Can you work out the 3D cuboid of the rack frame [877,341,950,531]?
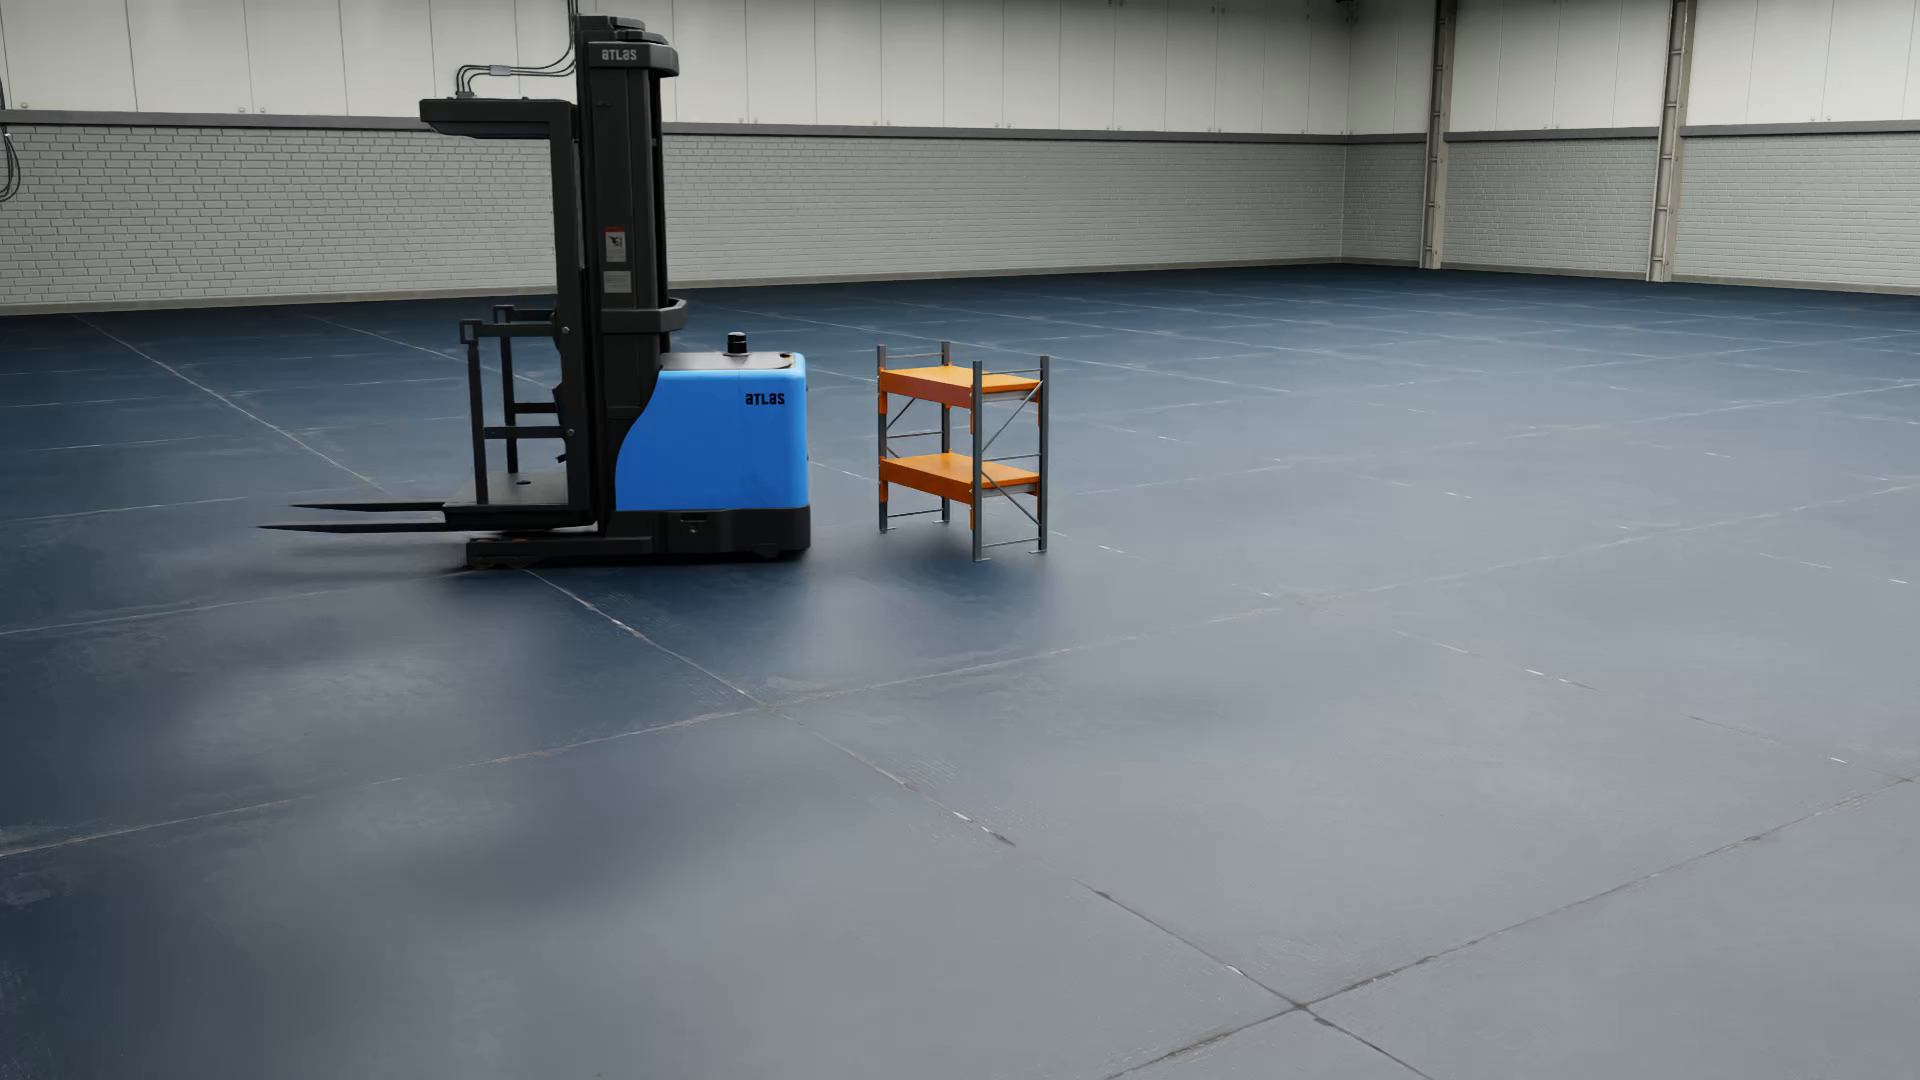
[{"bbox_3d":[-0.278,-0.639,10.150,0.500,1.125,0.032,-8,15,-33],"label":"rack frame"}]

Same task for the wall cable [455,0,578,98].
[{"bbox_3d":[-7.790,-10.522,28.952,2.305,6.003,0.169,-8,15,-33],"label":"wall cable"}]

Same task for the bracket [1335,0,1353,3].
[{"bbox_3d":[9.214,-12.999,39.816,0.235,0.232,0.430,-8,15,-33],"label":"bracket"}]

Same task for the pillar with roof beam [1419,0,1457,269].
[{"bbox_3d":[7.469,-10.278,35.798,9.100,9.000,0.548,-8,15,-33],"label":"pillar with roof beam"}]

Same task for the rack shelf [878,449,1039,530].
[{"bbox_3d":[0.004,-0.309,9.788,0.538,0.278,1.000,-8,15,-33],"label":"rack shelf"}]

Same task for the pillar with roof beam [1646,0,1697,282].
[{"bbox_3d":[10.793,-9.211,30.918,9.100,9.000,0.400,-8,15,-33],"label":"pillar with roof beam"}]

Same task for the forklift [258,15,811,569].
[{"bbox_3d":[-2.389,-1.388,9.350,3.031,2.935,1.130,-1,12,-5],"label":"forklift"}]

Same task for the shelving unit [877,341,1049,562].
[{"bbox_3d":[0.004,-0.548,9.736,0.538,1.125,1.048,-8,15,-33],"label":"shelving unit"}]

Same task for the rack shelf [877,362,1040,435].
[{"bbox_3d":[0.004,-0.834,9.674,0.538,0.278,1.000,-8,15,-33],"label":"rack shelf"}]

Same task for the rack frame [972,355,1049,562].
[{"bbox_3d":[0.285,-0.458,9.323,0.500,1.125,0.032,-8,15,-33],"label":"rack frame"}]

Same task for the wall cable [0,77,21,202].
[{"bbox_3d":[-15.702,-6.223,24.522,3.097,2.526,0.112,-8,15,-33],"label":"wall cable"}]
